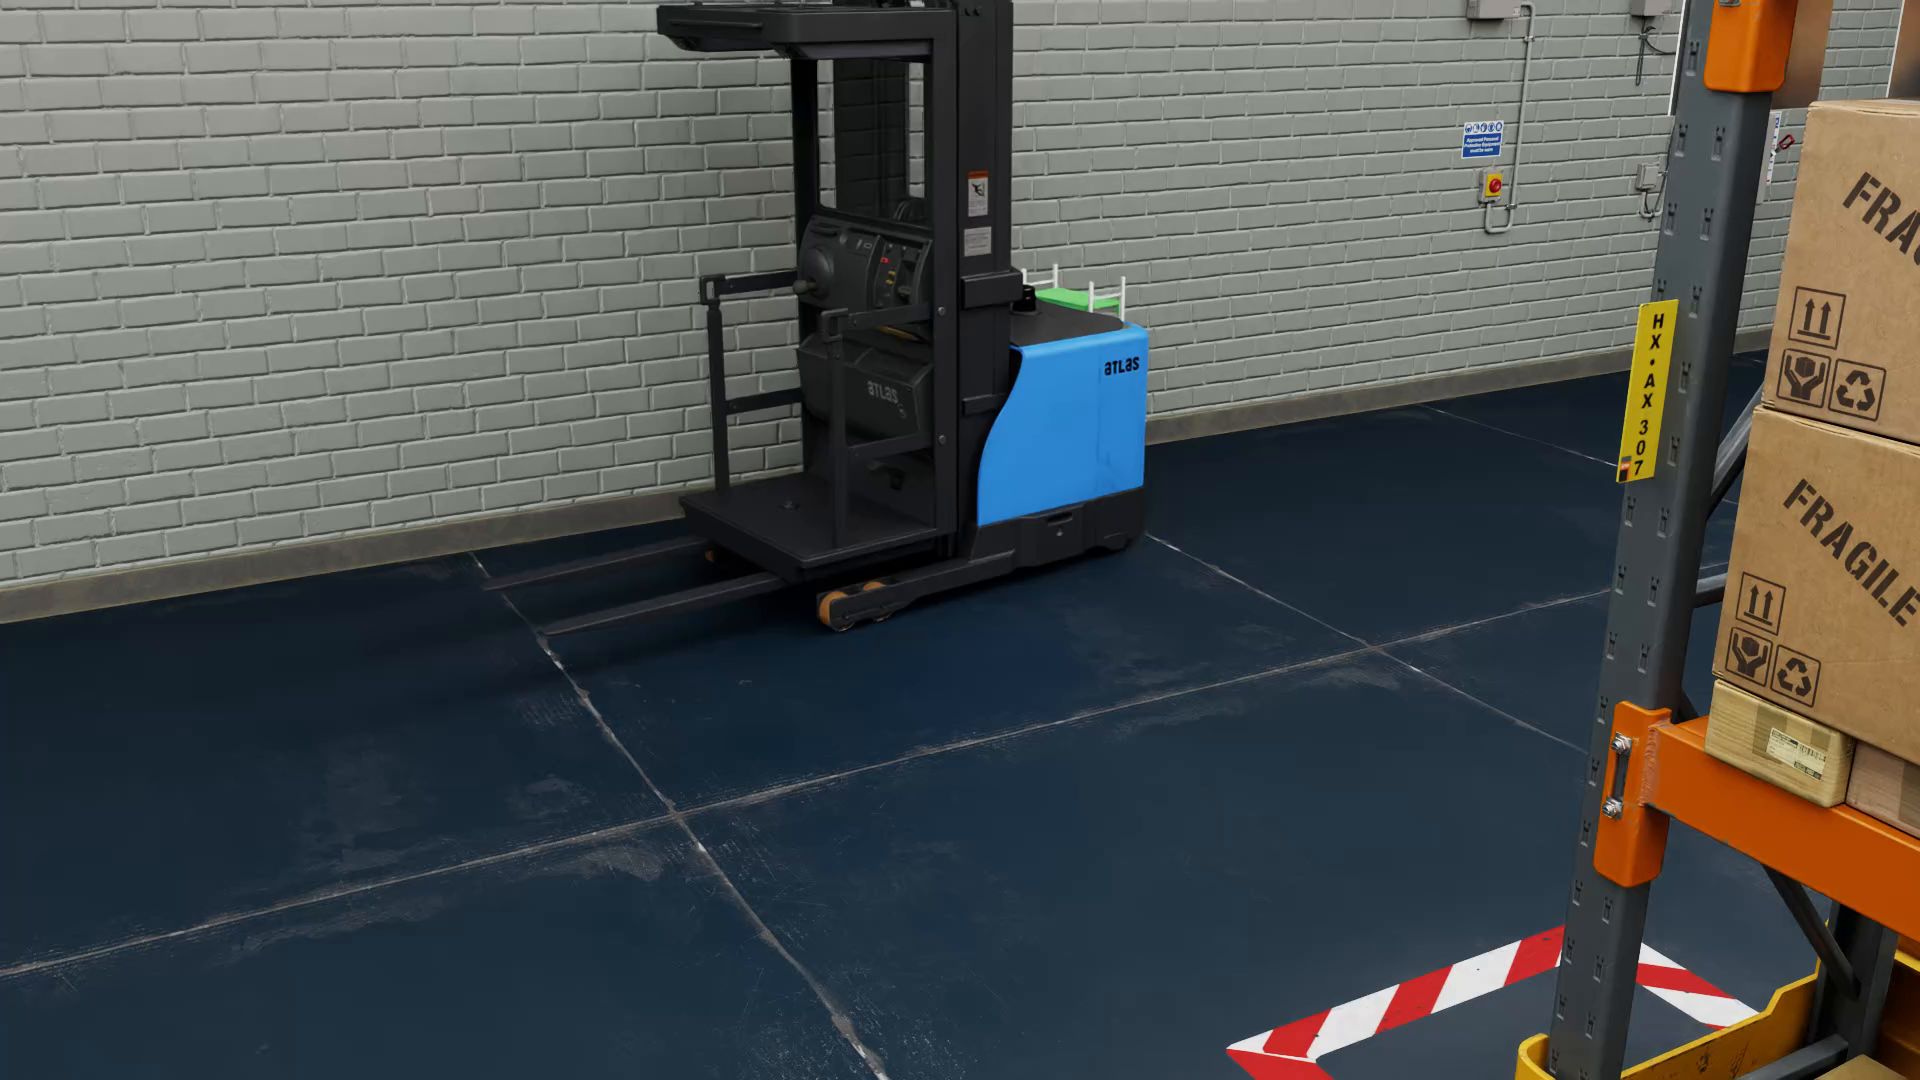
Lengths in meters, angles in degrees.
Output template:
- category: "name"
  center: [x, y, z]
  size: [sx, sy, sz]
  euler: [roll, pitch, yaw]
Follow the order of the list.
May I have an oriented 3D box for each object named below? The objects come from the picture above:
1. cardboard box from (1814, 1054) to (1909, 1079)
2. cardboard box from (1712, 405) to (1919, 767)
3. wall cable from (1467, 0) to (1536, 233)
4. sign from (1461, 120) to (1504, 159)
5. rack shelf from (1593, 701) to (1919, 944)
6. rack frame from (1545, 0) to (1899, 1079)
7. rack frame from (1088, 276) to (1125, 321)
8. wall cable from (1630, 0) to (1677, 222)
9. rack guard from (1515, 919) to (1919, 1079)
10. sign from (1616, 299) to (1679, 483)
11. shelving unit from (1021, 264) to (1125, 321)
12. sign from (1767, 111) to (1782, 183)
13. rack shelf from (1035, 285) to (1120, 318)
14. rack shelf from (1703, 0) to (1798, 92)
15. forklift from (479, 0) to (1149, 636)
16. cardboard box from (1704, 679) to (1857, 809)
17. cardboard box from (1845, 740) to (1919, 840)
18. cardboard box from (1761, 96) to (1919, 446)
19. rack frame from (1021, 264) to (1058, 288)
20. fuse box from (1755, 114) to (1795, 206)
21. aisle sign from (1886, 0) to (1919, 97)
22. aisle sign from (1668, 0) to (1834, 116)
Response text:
- category: "cardboard box"
  center: [1.657, 1.132, 3.067]
  size: [0.380, 0.149, 0.250]
  euler: [-11, 22, -29]
- category: "cardboard box"
  center: [1.677, 0.045, 2.794]
  size: [0.500, 0.500, 0.500]
  euler: [-9, 21, -24]
- category: "wall cable"
  center: [3.318, -2.845, 10.172]
  size: [0.585, 1.953, 0.123]
  euler: [-10, 21, -27]
- category: "sign"
  center: [3.246, -2.488, 10.328]
  size: [0.327, 0.218, 0.001]
  euler: [-10, 21, -27]
- category: "rack shelf"
  center: [2.657, 0.975, 1.809]
  size: [1.077, 0.370, 4.000]
  euler: [-10, 21, -27]
- category: "rack frame"
  center: [1.704, 0.062, 3.354]
  size: [0.949, 2.616, 0.053]
  euler: [-10, 21, -27]
- category: "rack frame"
  center: [0.722, -0.711, 8.352]
  size: [0.240, 1.200, 0.015]
  euler: [-15, 24, -37]
- category: "wall cable"
  center: [4.560, -3.053, 10.823]
  size: [0.588, 1.984, 0.122]
  euler: [-10, 21, -27]
- category: "rack guard"
  center: [1.743, 1.264, 3.700]
  size: [1.175, 0.500, 0.348]
  euler: [-10, 21, -27]
- category: "sign"
  center: [1.230, -0.264, 2.971]
  size: [0.100, 0.325, 0.005]
  euler: [-10, 21, -27]
- category: "shelving unit"
  center: [0.565, -0.772, 8.529]
  size: [0.258, 1.200, 0.503]
  euler: [-15, 24, -37]
- category: "sign"
  center: [5.572, -2.724, 11.574]
  size: [0.329, 0.494, 0.001]
  euler: [-10, 21, -27]
- category: "rack shelf"
  center: [0.565, -1.165, 8.393]
  size: [0.258, 0.148, 0.480]
  euler: [-15, 24, -37]
- category: "rack shelf"
  center: [2.657, -0.443, 1.320]
  size: [1.077, 0.370, 4.000]
  euler: [-10, 21, -27]
- category: "forklift"
  center: [-0.587, -1.195, 7.102]
  size: [3.031, 2.935, 1.130]
  euler: [-14, 23, -35]
- category: "cardboard box"
  center: [1.573, 0.324, 2.980]
  size: [0.380, 0.149, 0.250]
  euler: [-10, 21, -27]
- category: "cardboard box"
  center: [1.730, 0.390, 2.787]
  size: [0.380, 0.149, 0.250]
  euler: [-9, 21, -25]
- category: "cardboard box"
  center: [1.687, -0.430, 2.635]
  size: [0.500, 0.500, 0.500]
  euler: [-10, 21, -27]
- category: "rack frame"
  center: [0.408, -0.833, 8.705]
  size: [0.240, 1.200, 0.015]
  euler: [-15, 24, -37]
- category: "fuse box"
  center: [5.235, -2.024, 11.374]
  size: [0.539, 1.711, 0.414]
  euler: [-10, 21, -27]
- category: "aisle sign"
  center: [1.937, -1.235, 3.127]
  size: [0.394, 0.787, 0.004]
  euler: [-10, 21, -27]
- category: "aisle sign"
  center: [1.409, -1.142, 2.858]
  size: [0.394, 0.787, 0.004]
  euler: [-10, 21, -27]
